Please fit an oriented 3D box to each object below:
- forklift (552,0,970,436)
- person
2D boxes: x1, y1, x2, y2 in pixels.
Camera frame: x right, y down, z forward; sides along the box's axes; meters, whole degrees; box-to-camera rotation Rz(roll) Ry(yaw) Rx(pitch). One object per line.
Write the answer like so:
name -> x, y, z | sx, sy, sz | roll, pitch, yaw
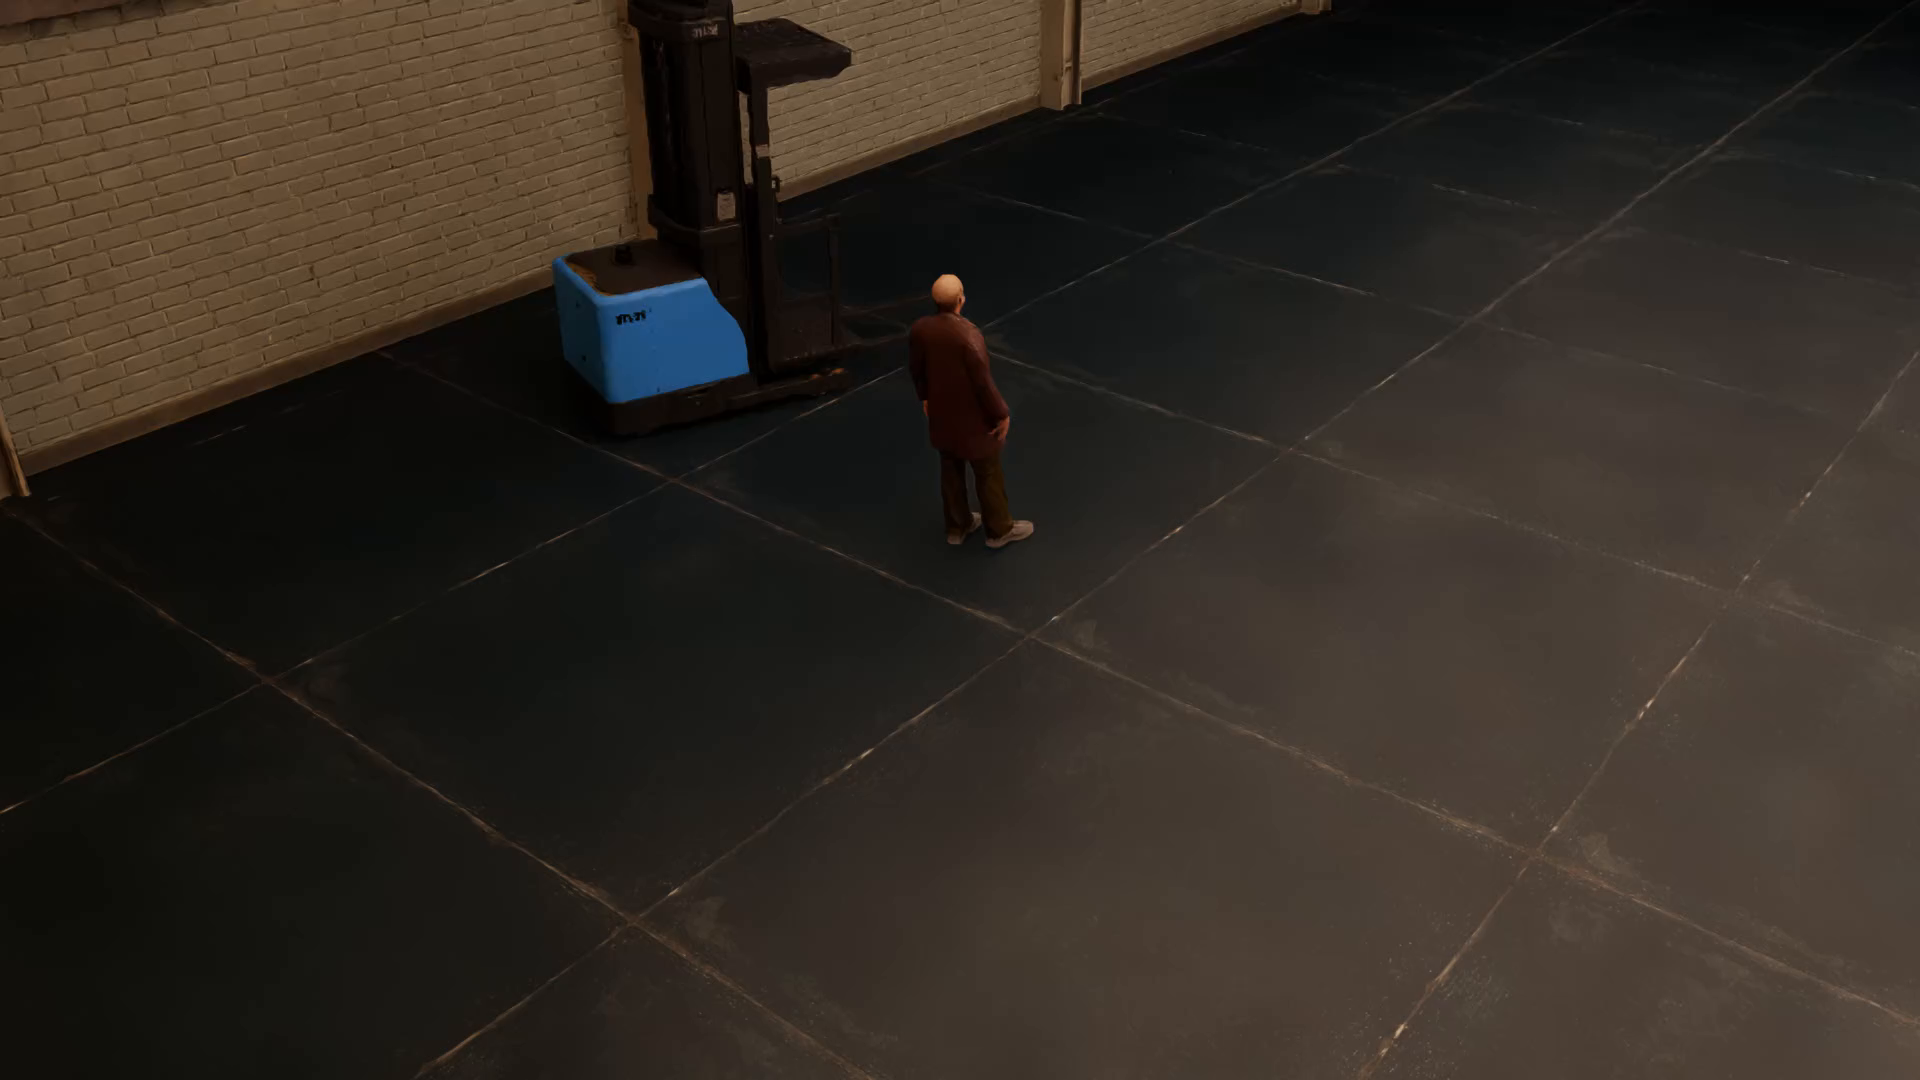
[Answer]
forklift -> -1.389, -2.537, 11.937 | 3.031, 2.935, 1.130 | -17, 34, -26
person -> 0.061, -0.808, 10.107 | 0.694, 1.776, 0.580 | 22, 37, 33
